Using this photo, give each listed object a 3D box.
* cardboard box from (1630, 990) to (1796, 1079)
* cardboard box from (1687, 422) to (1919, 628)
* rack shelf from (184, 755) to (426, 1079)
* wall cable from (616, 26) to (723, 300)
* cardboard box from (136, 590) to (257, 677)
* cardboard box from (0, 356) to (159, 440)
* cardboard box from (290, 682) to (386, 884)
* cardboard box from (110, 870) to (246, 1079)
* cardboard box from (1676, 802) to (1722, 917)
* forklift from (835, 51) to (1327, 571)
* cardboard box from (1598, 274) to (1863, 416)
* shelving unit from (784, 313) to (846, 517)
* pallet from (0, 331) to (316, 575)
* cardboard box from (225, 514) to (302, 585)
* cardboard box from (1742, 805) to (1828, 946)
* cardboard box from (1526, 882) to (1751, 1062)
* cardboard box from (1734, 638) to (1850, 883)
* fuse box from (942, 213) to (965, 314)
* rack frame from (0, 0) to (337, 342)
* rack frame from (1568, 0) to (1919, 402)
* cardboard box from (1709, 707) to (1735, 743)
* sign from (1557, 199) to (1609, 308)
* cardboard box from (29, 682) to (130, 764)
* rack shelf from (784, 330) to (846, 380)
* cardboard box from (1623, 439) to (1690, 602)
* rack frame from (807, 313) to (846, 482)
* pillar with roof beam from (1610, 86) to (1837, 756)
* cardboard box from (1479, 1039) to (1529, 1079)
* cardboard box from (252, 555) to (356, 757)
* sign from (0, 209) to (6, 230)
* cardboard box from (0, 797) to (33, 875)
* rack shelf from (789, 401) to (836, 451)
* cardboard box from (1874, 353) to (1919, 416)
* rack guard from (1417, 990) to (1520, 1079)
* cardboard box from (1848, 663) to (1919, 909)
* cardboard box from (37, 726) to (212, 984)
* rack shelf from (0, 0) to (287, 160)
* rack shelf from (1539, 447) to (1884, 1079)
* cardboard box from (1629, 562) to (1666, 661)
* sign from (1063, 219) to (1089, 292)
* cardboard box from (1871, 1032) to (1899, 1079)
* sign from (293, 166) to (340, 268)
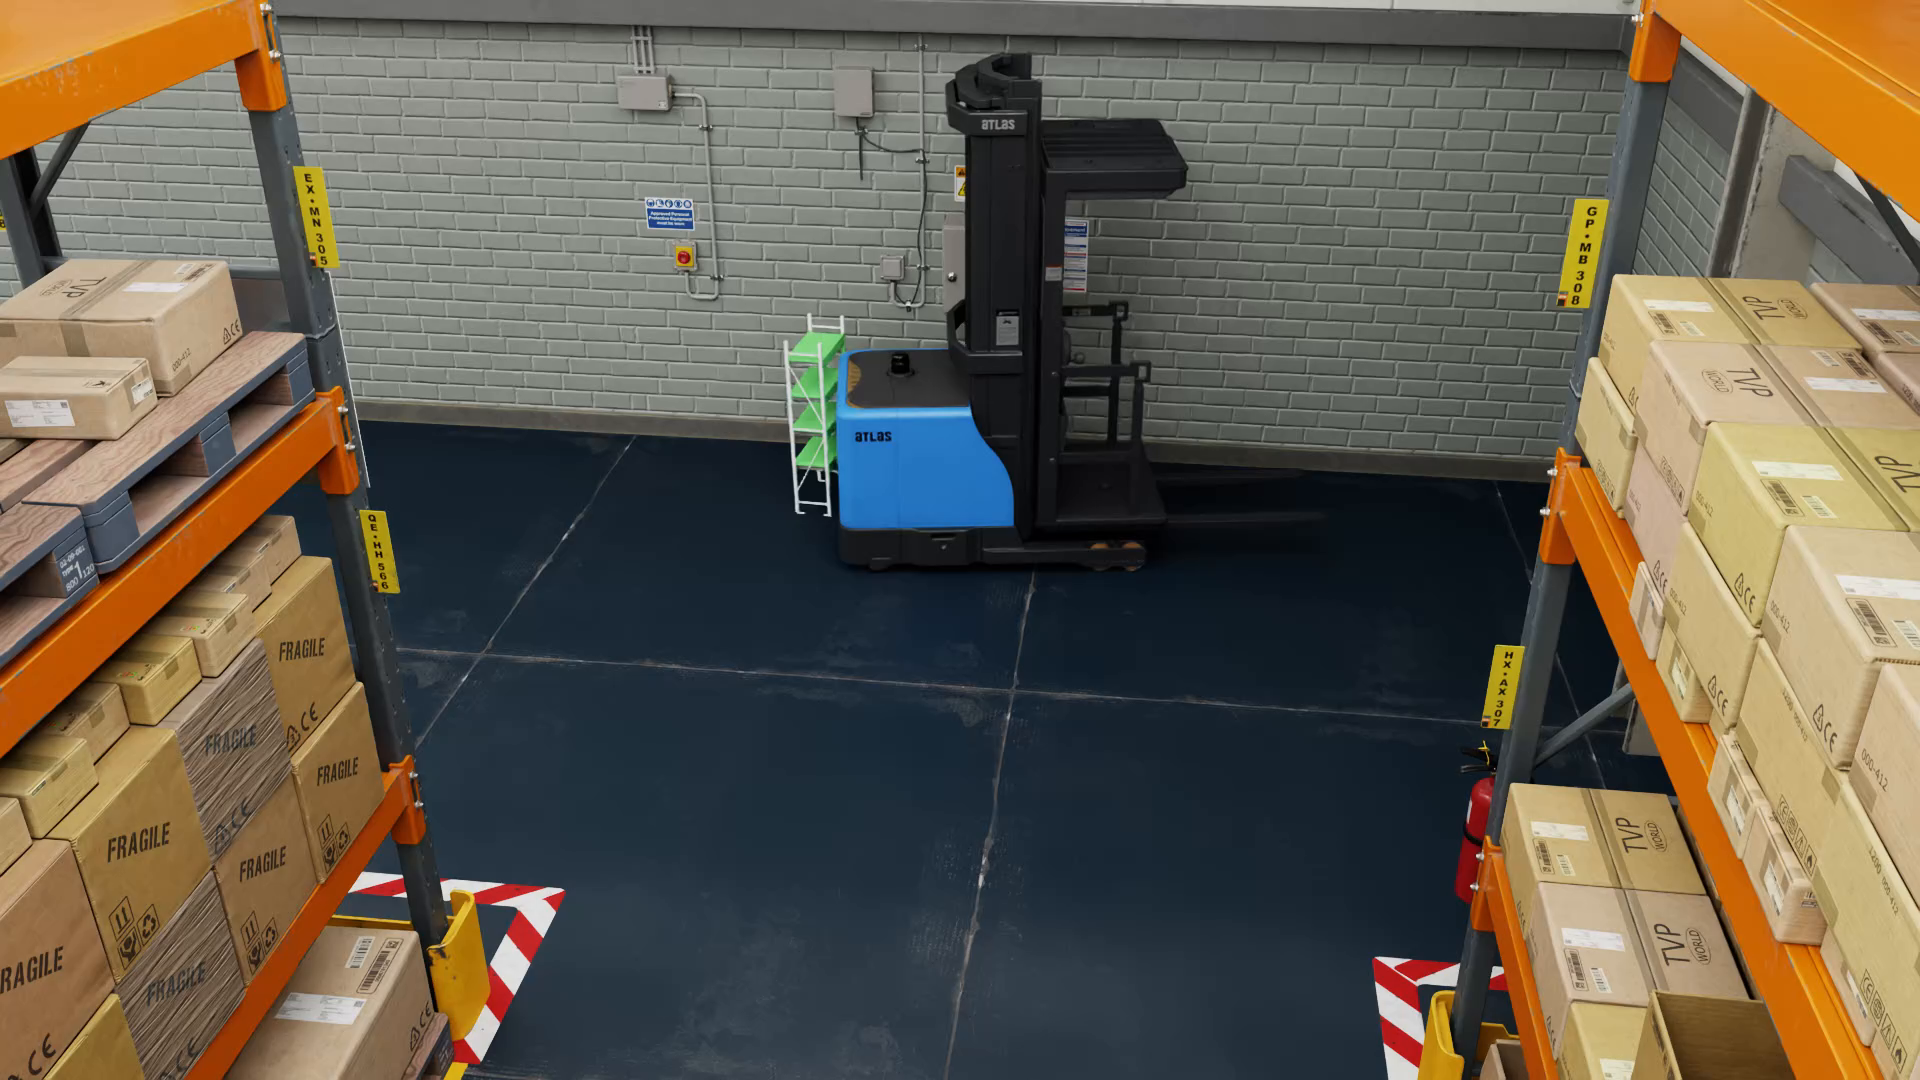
[{"bbox_3d":[1.847,1.415,3.808,0.500,0.500,0.500,4,29,7],"label":"cardboard box"},{"bbox_3d":[1.921,-0.030,3.590,0.500,0.250,0.500,3,28,5],"label":"cardboard box"},{"bbox_3d":[-2.819,1.877,4.654,1.077,0.370,4.000,3,28,6],"label":"rack shelf"},{"bbox_3d":[-1.906,-2.498,10.912,0.585,1.953,0.123,3,28,6],"label":"wall cable"},{"bbox_3d":[-2.374,0.277,5.022,0.380,0.149,0.250,3,28,6],"label":"cardboard box"},{"bbox_3d":[-2.511,-0.401,4.678,0.380,0.149,0.250,1,28,2],"label":"cardboard box"},{"bbox_3d":[-2.370,0.817,5.757,0.500,0.500,0.500,4,29,6],"label":"cardboard box"},{"bbox_3d":[-2.500,1.295,4.870,0.500,0.500,0.500,4,29,8],"label":"cardboard box"},{"bbox_3d":[2.560,1.073,5.233,0.500,0.250,0.500,4,29,8],"label":"cardboard box"},{"bbox_3d":[0.754,-1.354,9.965,3.031,2.935,1.130,-1,28,-2],"label":"forklift"},{"bbox_3d":[2.049,-0.506,4.473,0.500,0.250,0.500,3,28,6],"label":"cardboard box"},{"bbox_3d":[-0.910,-0.808,10.773,0.258,1.200,0.503,5,29,12],"label":"shelving unit"},{"bbox_3d":[-2.654,-0.313,4.891,1.003,0.211,1.213,3,28,6],"label":"pallet"},{"bbox_3d":[-2.419,0.030,5.481,0.380,0.149,0.250,4,29,7],"label":"cardboard box"},{"bbox_3d":[1.773,0.666,3.246,0.380,0.149,0.250,4,29,7],"label":"cardboard box"},{"bbox_3d":[1.969,1.276,4.856,0.500,0.250,0.500,4,29,7],"label":"cardboard box"},{"bbox_3d":[1.870,0.439,3.247,0.500,0.250,0.500,3,28,5],"label":"cardboard box"},{"bbox_3d":[0.161,-1.279,11.112,0.539,1.711,0.414,3,28,6],"label":"fuse box"},{"bbox_3d":[-2.574,-2.022,4.808,1.000,3.000,0.127,3,28,6],"label":"rack frame"},{"bbox_3d":[2.353,-1.736,4.276,1.000,3.000,0.127,3,28,6],"label":"rack frame"},{"bbox_3d":[1.902,0.432,3.680,0.380,0.149,0.250,3,28,6],"label":"cardboard box"},{"bbox_3d":[1.815,-0.831,4.838,0.100,0.325,0.005,3,28,6],"label":"sign"},{"bbox_3d":[-2.548,0.512,4.585,0.380,0.149,0.250,3,28,6],"label":"cardboard box"},{"bbox_3d":[-0.916,-1.175,10.577,0.258,0.148,0.480,5,29,12],"label":"rack shelf"},{"bbox_3d":[1.986,-0.046,4.148,0.500,0.250,0.500,4,29,7],"label":"cardboard box"},{"bbox_3d":[-0.855,-0.921,10.982,0.240,1.200,0.015,5,29,12],"label":"rack frame"},{"bbox_3d":[-0.695,-3.203,6.999,9.100,9.000,0.400,3,28,6],"label":"pillar with roof beam"},{"bbox_3d":[2.184,2.102,5.667,0.797,0.503,0.637,2,28,4],"label":"cardboard box"},{"bbox_3d":[-2.396,0.375,5.523,0.500,0.500,0.500,4,29,8],"label":"cardboard box"},{"bbox_3d":[-3.124,-1.156,5.358,0.100,0.325,0.005,3,28,6],"label":"sign"},{"bbox_3d":[-2.572,0.756,4.133,0.380,0.149,0.250,4,29,8],"label":"cardboard box"},{"bbox_3d":[-0.909,-0.752,10.803,0.258,0.148,0.480,5,29,12],"label":"rack shelf"},{"bbox_3d":[2.511,-0.230,3.961,0.500,0.250,0.500,3,28,5],"label":"cardboard box"},{"bbox_3d":[2.344,2.042,6.225,1.175,0.500,0.348,3,28,6],"label":"rack guard"},{"bbox_3d":[1.810,0.454,2.692,0.500,0.250,0.500,4,29,7],"label":"cardboard box"},{"bbox_3d":[-2.495,0.856,4.631,0.500,0.500,0.500,3,28,6],"label":"cardboard box"},{"bbox_3d":[-2.819,-0.588,3.326,1.077,0.370,4.000,3,28,6],"label":"rack shelf"},{"bbox_3d":[2.108,0.843,3.410,1.077,0.370,4.000,3,28,6],"label":"rack shelf"},{"bbox_3d":[1.896,0.188,4.132,0.380,0.149,0.250,4,29,7],"label":"cardboard box"},{"bbox_3d":[0.677,-1.873,10.956,0.329,0.494,0.001,3,28,6],"label":"sign"},{"bbox_3d":[1.785,0.912,2.790,0.380,0.149,0.250,4,29,8],"label":"cardboard box"},{"bbox_3d":[-2.037,-1.019,5.257,0.100,0.325,0.005,3,28,6],"label":"sign"}]
